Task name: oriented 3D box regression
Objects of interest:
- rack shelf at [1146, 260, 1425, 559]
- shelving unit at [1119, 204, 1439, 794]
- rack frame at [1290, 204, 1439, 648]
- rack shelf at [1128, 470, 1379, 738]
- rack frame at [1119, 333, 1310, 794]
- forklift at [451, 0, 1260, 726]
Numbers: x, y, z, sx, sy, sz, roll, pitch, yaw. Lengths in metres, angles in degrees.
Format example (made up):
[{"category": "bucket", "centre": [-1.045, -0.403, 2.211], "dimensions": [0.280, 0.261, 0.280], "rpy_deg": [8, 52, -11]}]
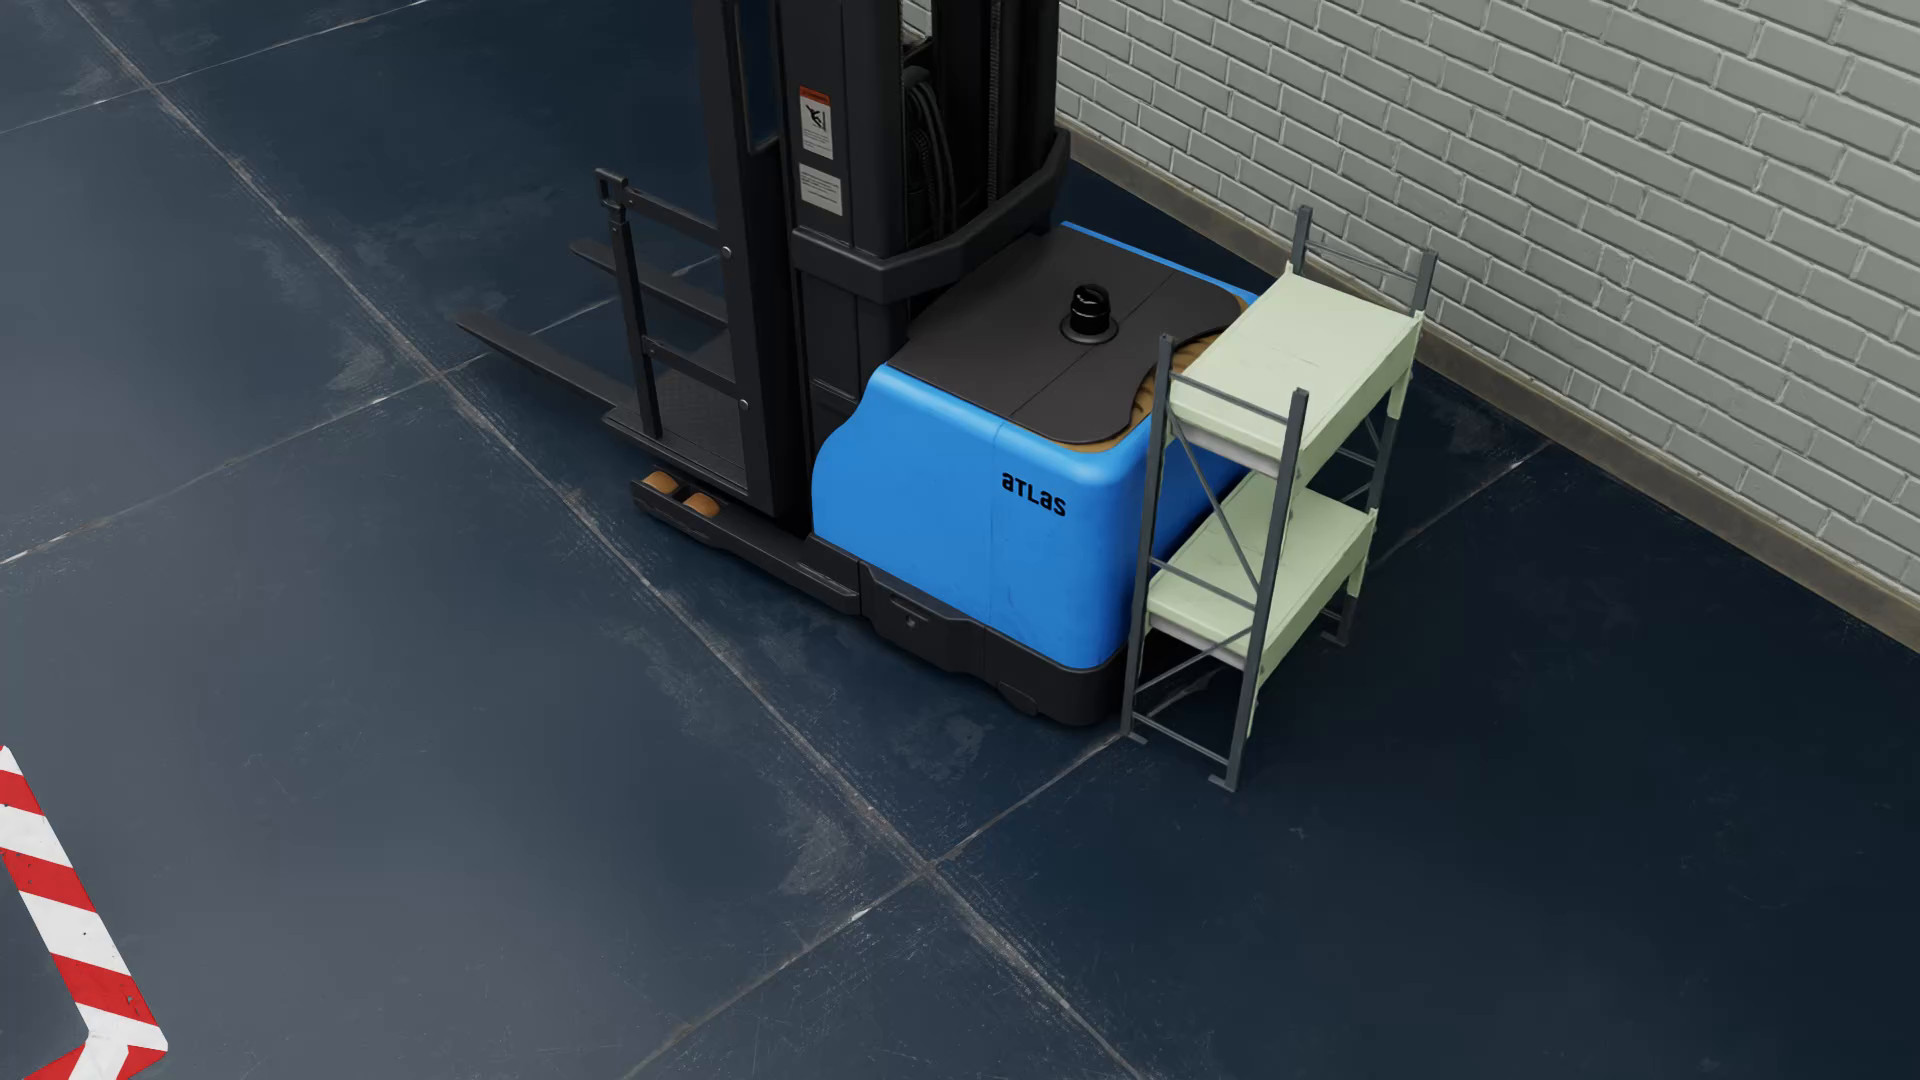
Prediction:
[{"category": "rack shelf", "centre": [0.874, -0.365, 4.473], "dimensions": [0.431, 0.370, 0.720], "rpy_deg": [26, 49, 25]}, {"category": "shelving unit", "centre": [0.874, -0.081, 4.741], "dimensions": [0.431, 1.500, 0.755], "rpy_deg": [26, 49, 25]}, {"category": "rack frame", "centre": [1.089, -0.284, 4.957], "dimensions": [0.400, 1.500, 0.023], "rpy_deg": [26, 49, 25]}, {"category": "rack shelf", "centre": [0.874, 0.157, 4.964], "dimensions": [0.431, 0.370, 0.720], "rpy_deg": [26, 49, 25]}, {"category": "rack frame", "centre": [0.659, 0.122, 4.524], "dimensions": [0.400, 1.500, 0.023], "rpy_deg": [26, 49, 25]}, {"category": "forklift", "centre": [-0.526, -1.327, 5.022], "dimensions": [3.031, 2.935, 1.130], "rpy_deg": [27, 49, 26]}]
